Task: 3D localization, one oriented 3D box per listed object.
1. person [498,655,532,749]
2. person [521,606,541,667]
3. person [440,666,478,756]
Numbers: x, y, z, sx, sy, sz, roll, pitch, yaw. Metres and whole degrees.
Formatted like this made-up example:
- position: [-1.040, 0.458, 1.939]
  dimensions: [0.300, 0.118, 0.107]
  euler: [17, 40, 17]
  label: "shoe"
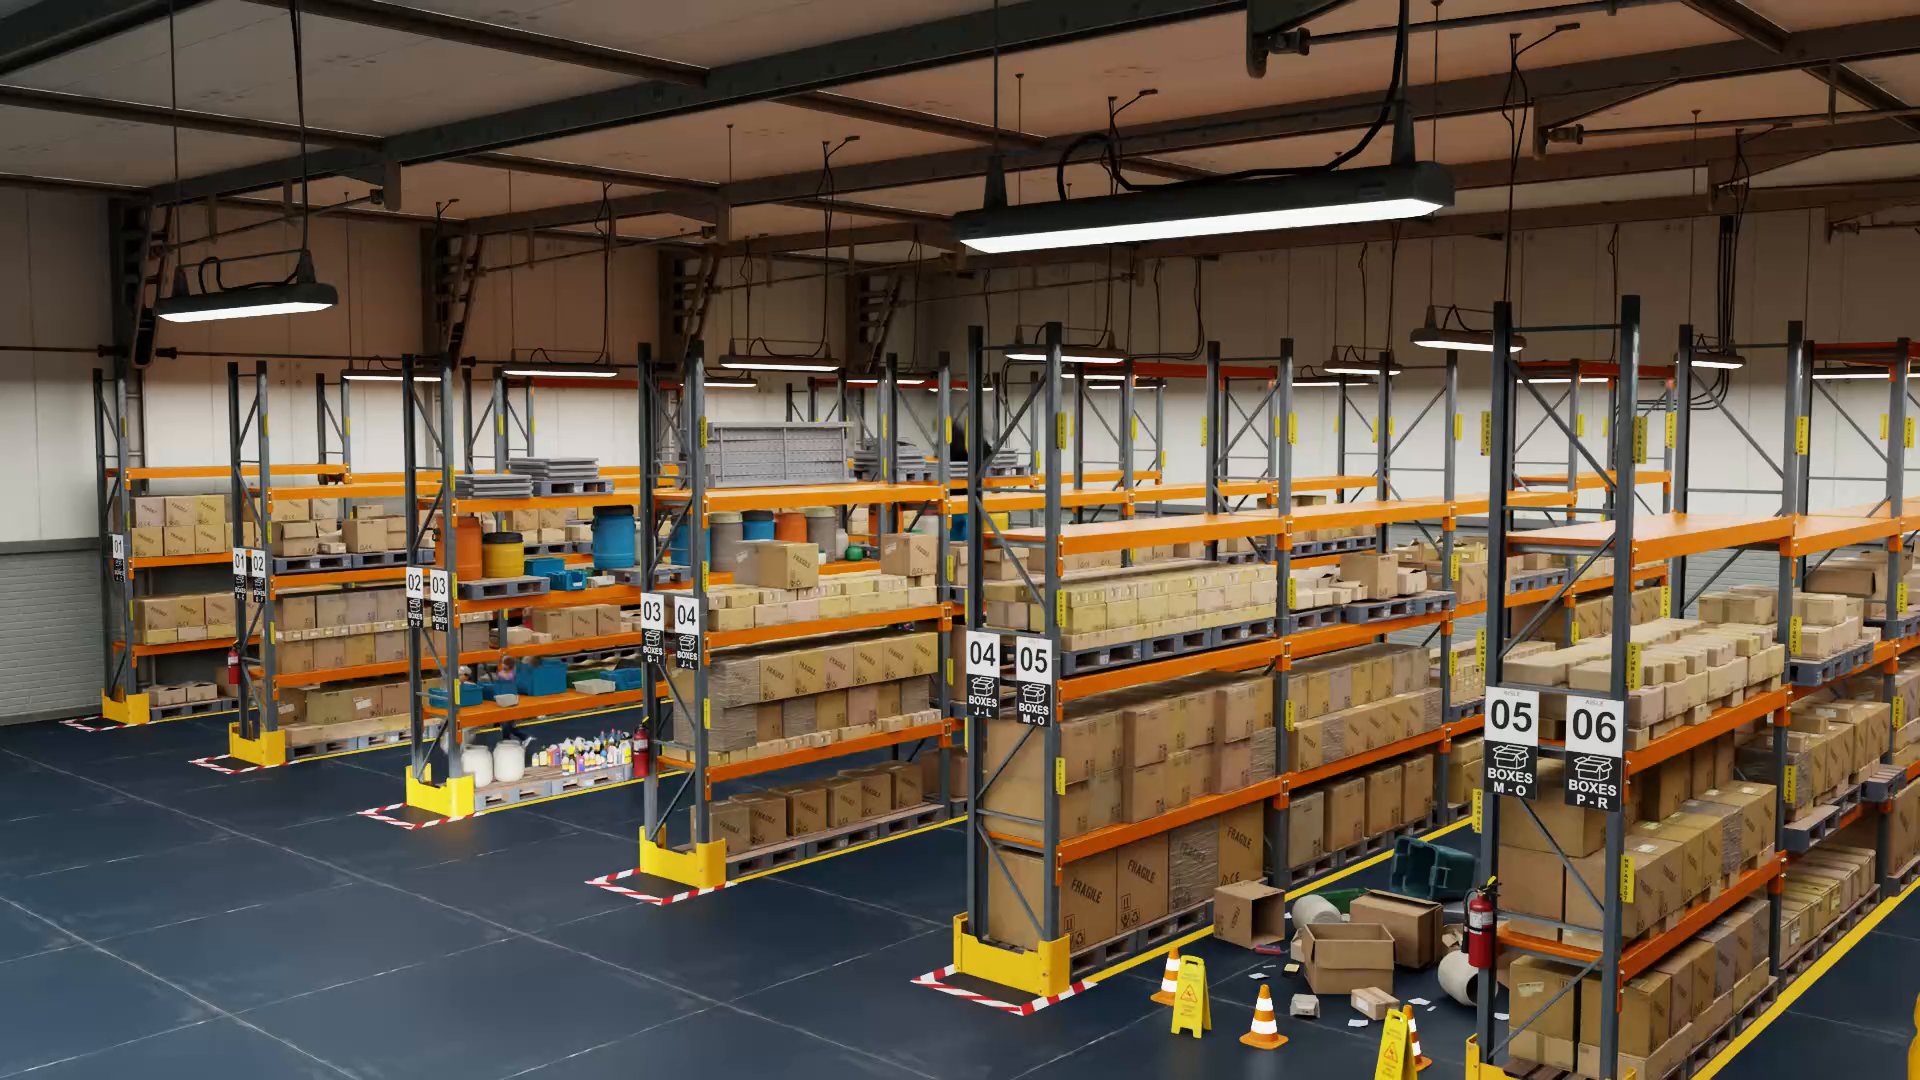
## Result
- position: [-6.749, 2.527, 24.996]
  dimensions: [0.559, 1.609, 0.857]
  euler: [3, 5, 31]
  label: "person"
- position: [-7.953, 2.069, 30.594]
  dimensions: [0.638, 1.723, 0.658]
  euler: [4, 6, 43]
  label: "person"
- position: [-7.122, 2.604, 23.693]
  dimensions: [0.592, 1.629, 0.575]
  euler: [3, 5, 33]
  label: "person"
